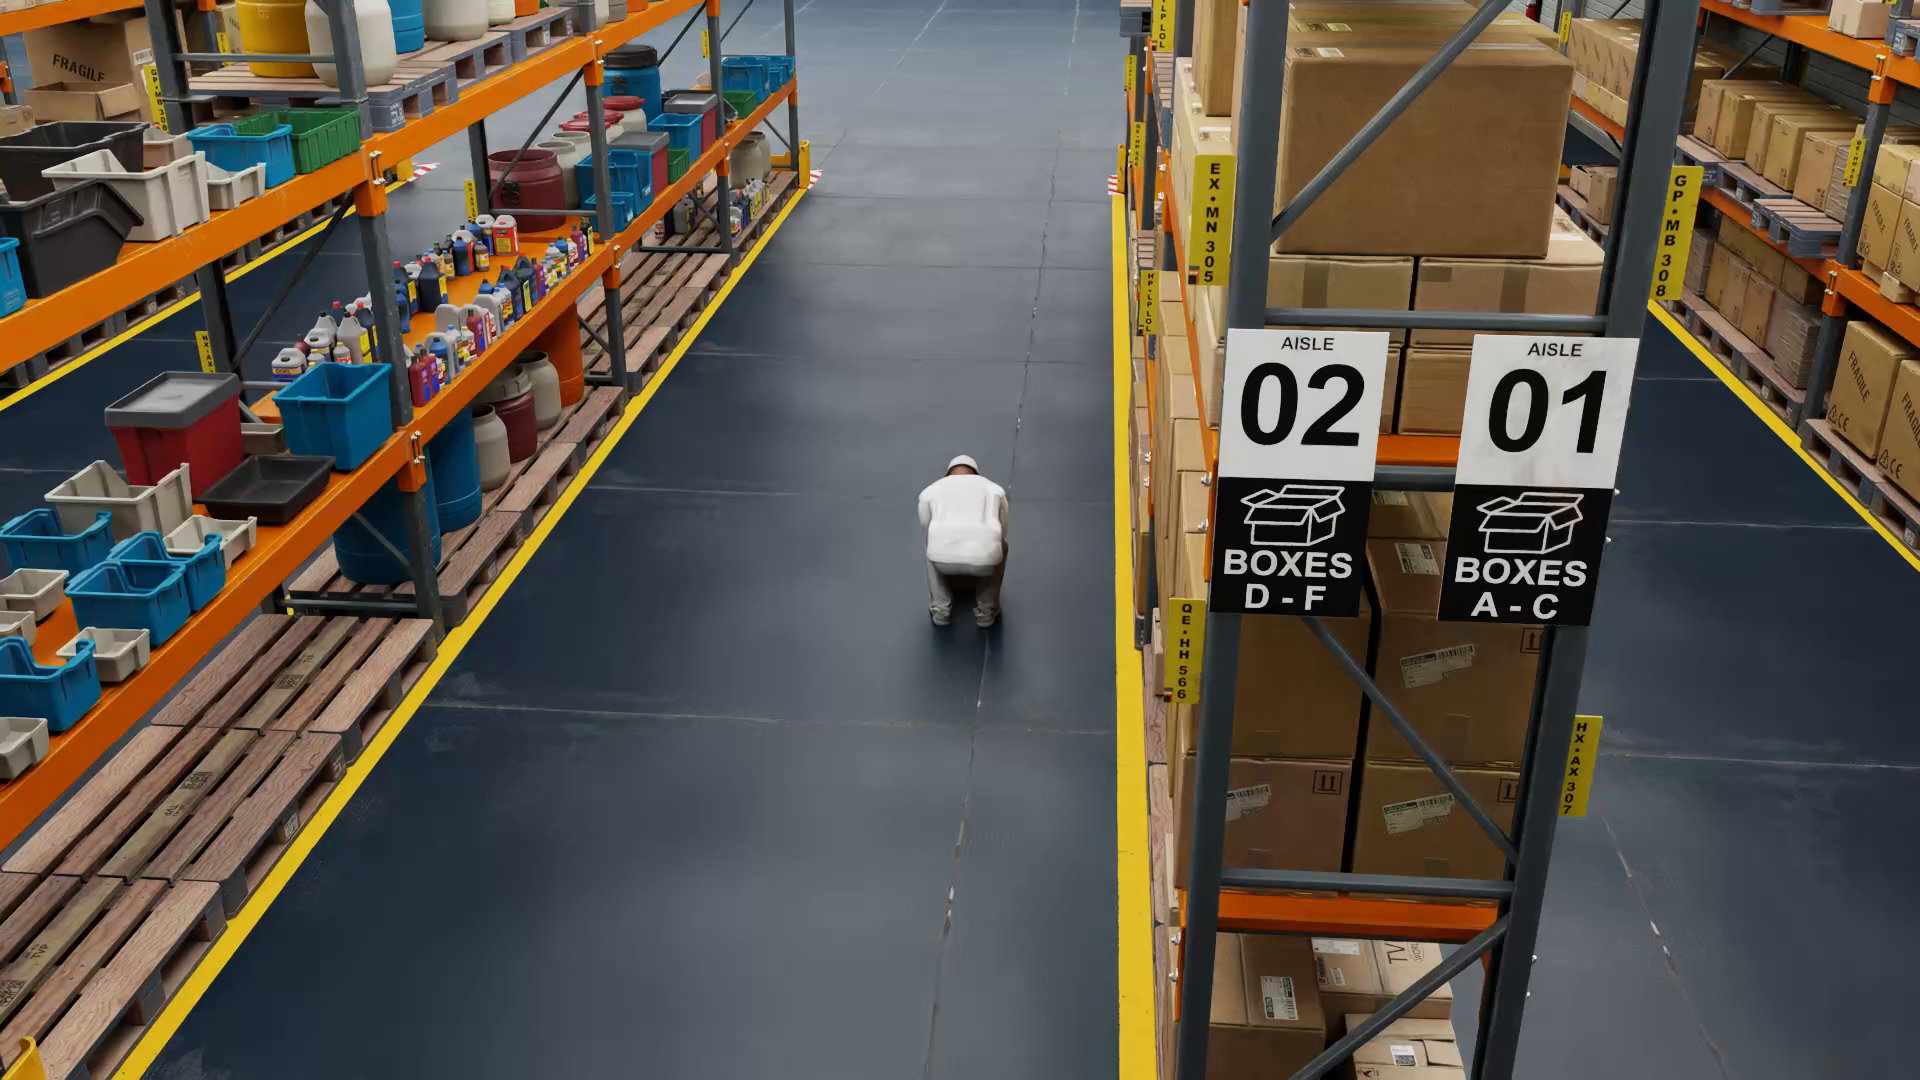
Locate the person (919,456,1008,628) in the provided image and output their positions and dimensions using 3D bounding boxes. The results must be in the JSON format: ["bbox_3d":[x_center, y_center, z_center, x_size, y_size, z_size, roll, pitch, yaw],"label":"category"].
[{"bbox_3d":[0.014,0.029,9.721,0.532,0.814,0.958,2,24,4],"label":"person"}]
